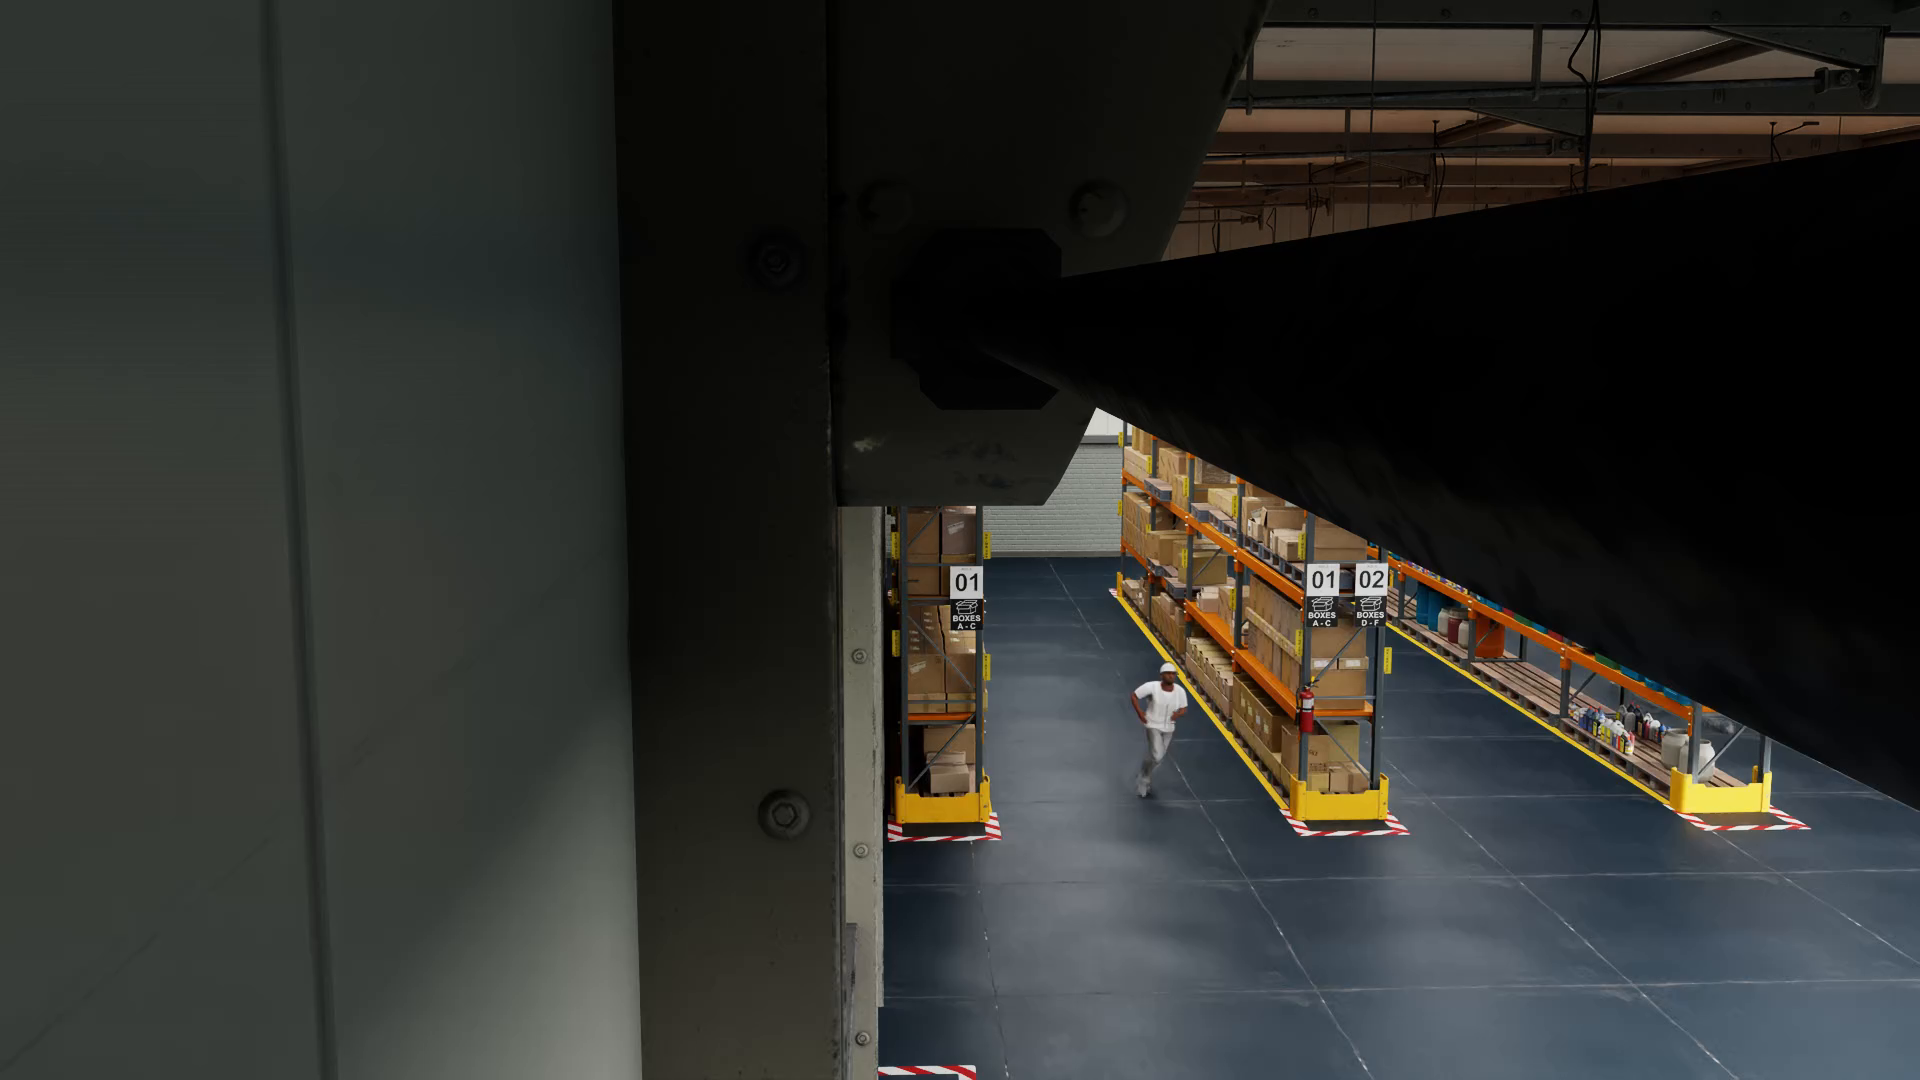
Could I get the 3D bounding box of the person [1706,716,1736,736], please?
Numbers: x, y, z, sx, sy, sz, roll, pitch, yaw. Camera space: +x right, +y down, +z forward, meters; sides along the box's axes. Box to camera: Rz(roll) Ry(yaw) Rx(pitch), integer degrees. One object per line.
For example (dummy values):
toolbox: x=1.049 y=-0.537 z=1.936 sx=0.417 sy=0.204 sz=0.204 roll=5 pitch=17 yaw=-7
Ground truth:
person: x=11.479 y=2.085 z=24.789 sx=0.548 sy=1.614 sz=0.863 roll=-2 pitch=8 yaw=-13

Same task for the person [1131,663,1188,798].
person: x=2.613 y=2.455 z=21.611 sx=0.676 sy=1.761 sz=0.638 roll=-3 pitch=9 yaw=-22
